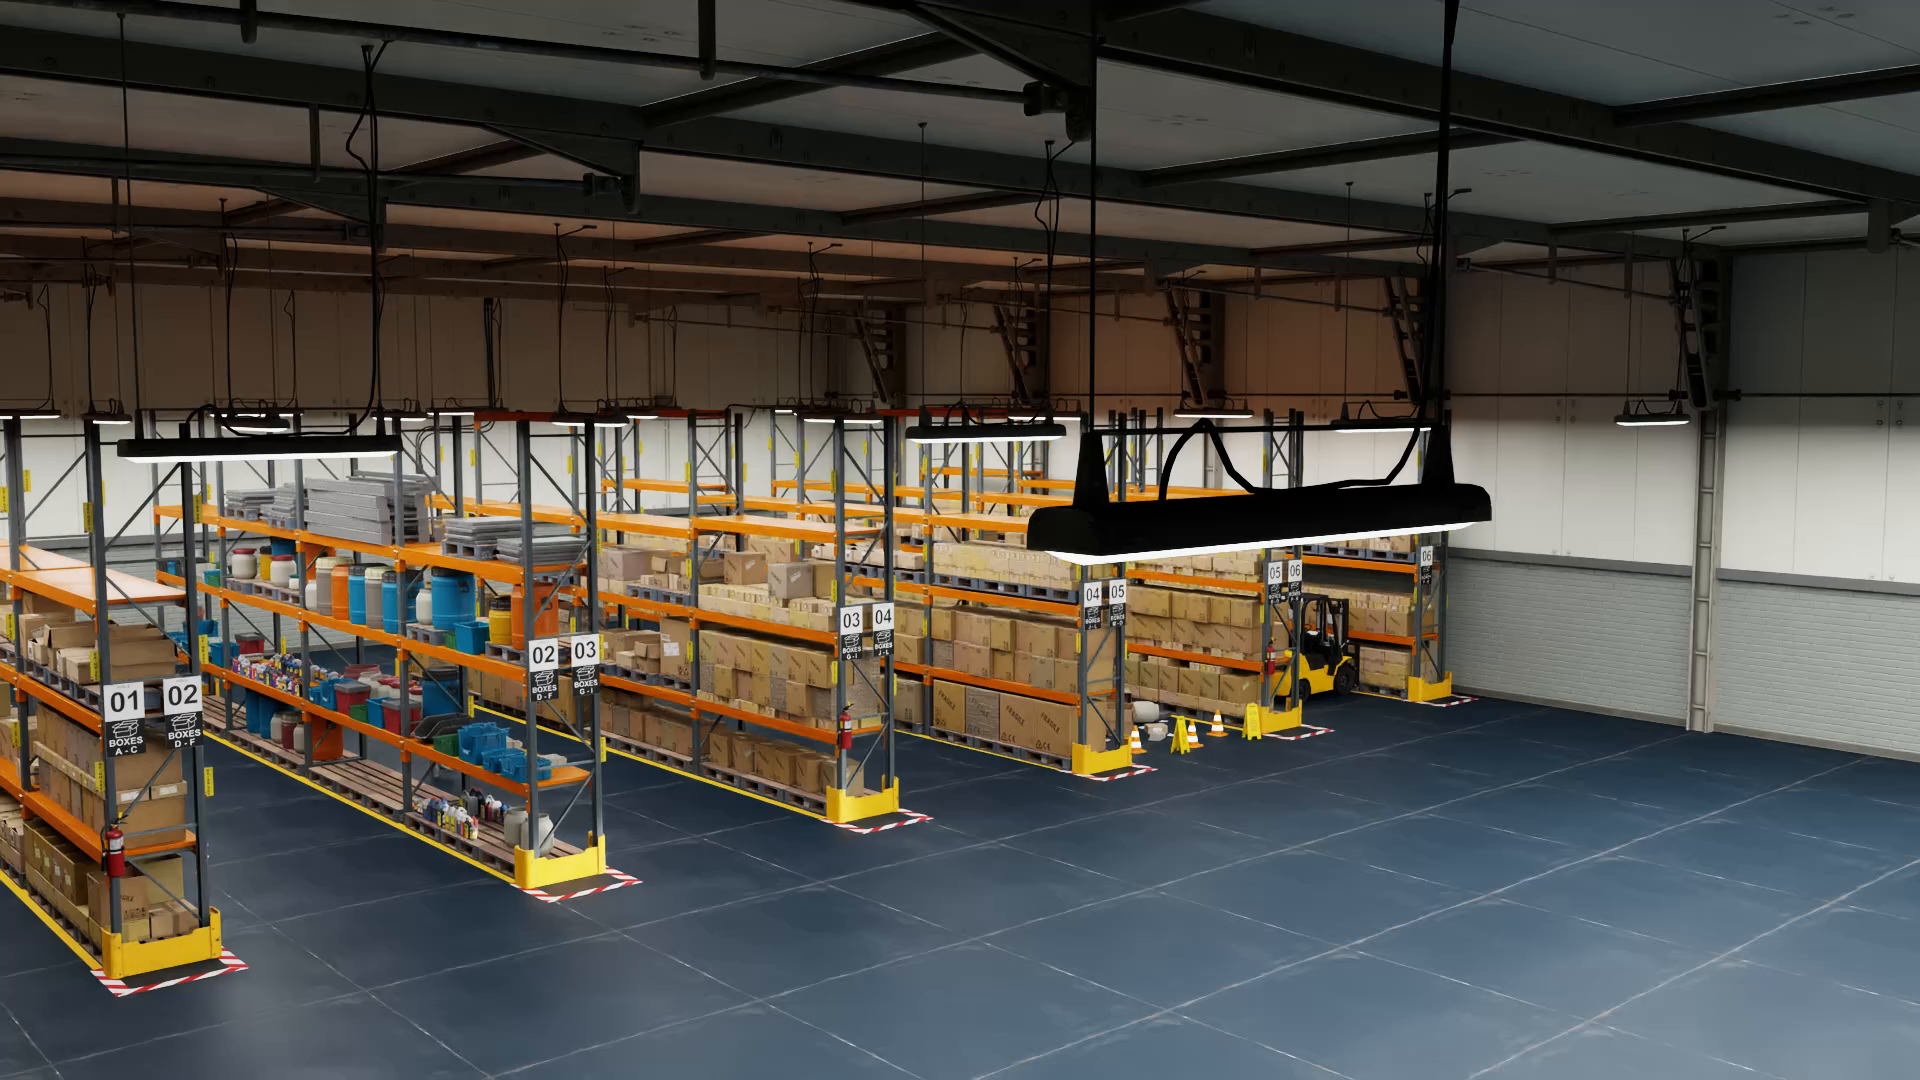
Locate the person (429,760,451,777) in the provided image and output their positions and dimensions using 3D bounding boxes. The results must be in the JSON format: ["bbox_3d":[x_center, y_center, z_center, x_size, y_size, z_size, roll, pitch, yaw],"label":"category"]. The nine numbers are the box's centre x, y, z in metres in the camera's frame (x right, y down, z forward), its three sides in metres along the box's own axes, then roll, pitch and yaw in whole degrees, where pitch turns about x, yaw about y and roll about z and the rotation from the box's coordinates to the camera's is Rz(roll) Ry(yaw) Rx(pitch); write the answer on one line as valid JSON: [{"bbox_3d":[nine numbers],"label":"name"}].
[{"bbox_3d":[-8.693,3.072,27.513,0.486,1.665,0.479,-2,5,-20],"label":"person"}]

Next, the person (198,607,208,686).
[{"bbox_3d":[-16.436,2.310,35.962,0.439,1.748,0.572,-4,6,-39],"label":"person"}]
